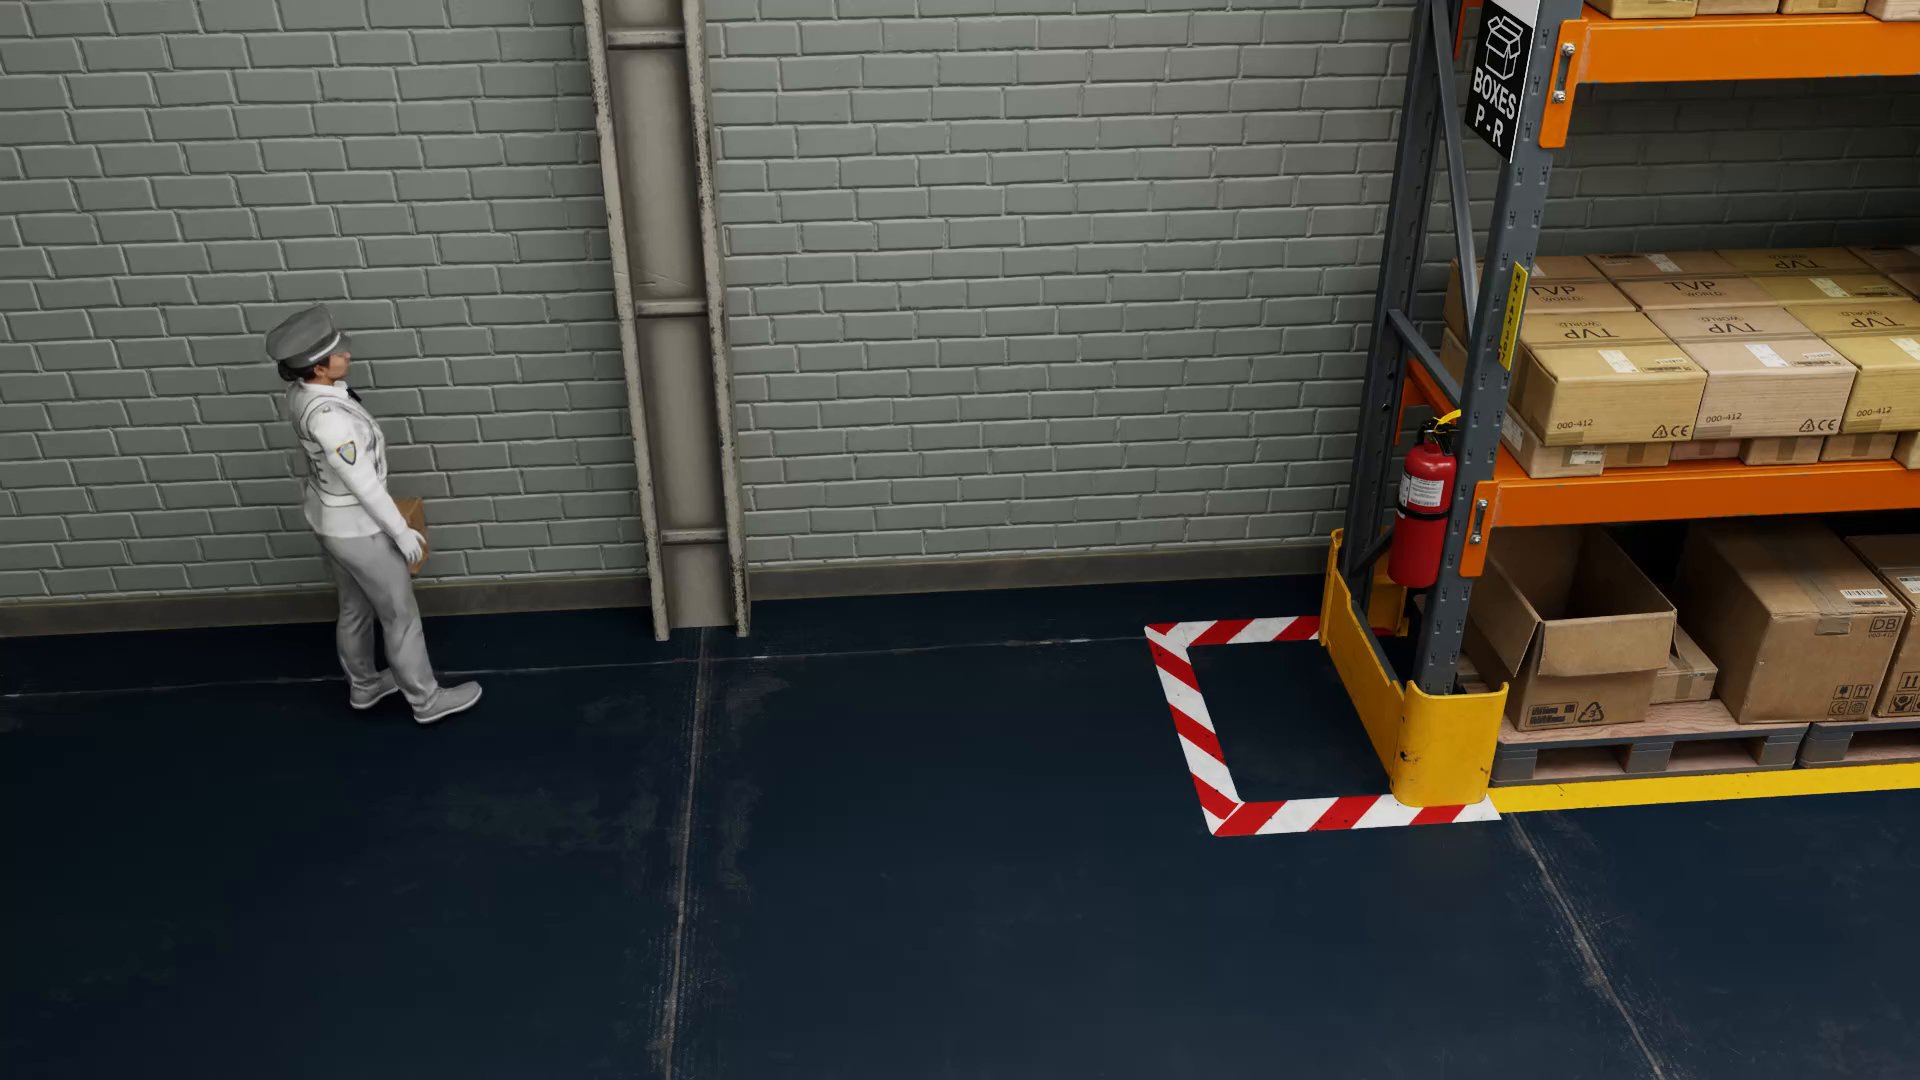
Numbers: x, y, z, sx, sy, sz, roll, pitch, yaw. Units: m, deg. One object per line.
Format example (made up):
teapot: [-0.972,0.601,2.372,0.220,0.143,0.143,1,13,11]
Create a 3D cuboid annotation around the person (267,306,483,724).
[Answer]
person: [-2.179,-0.082,6.201,0.476,1.696,0.512,-19,36,-29]
